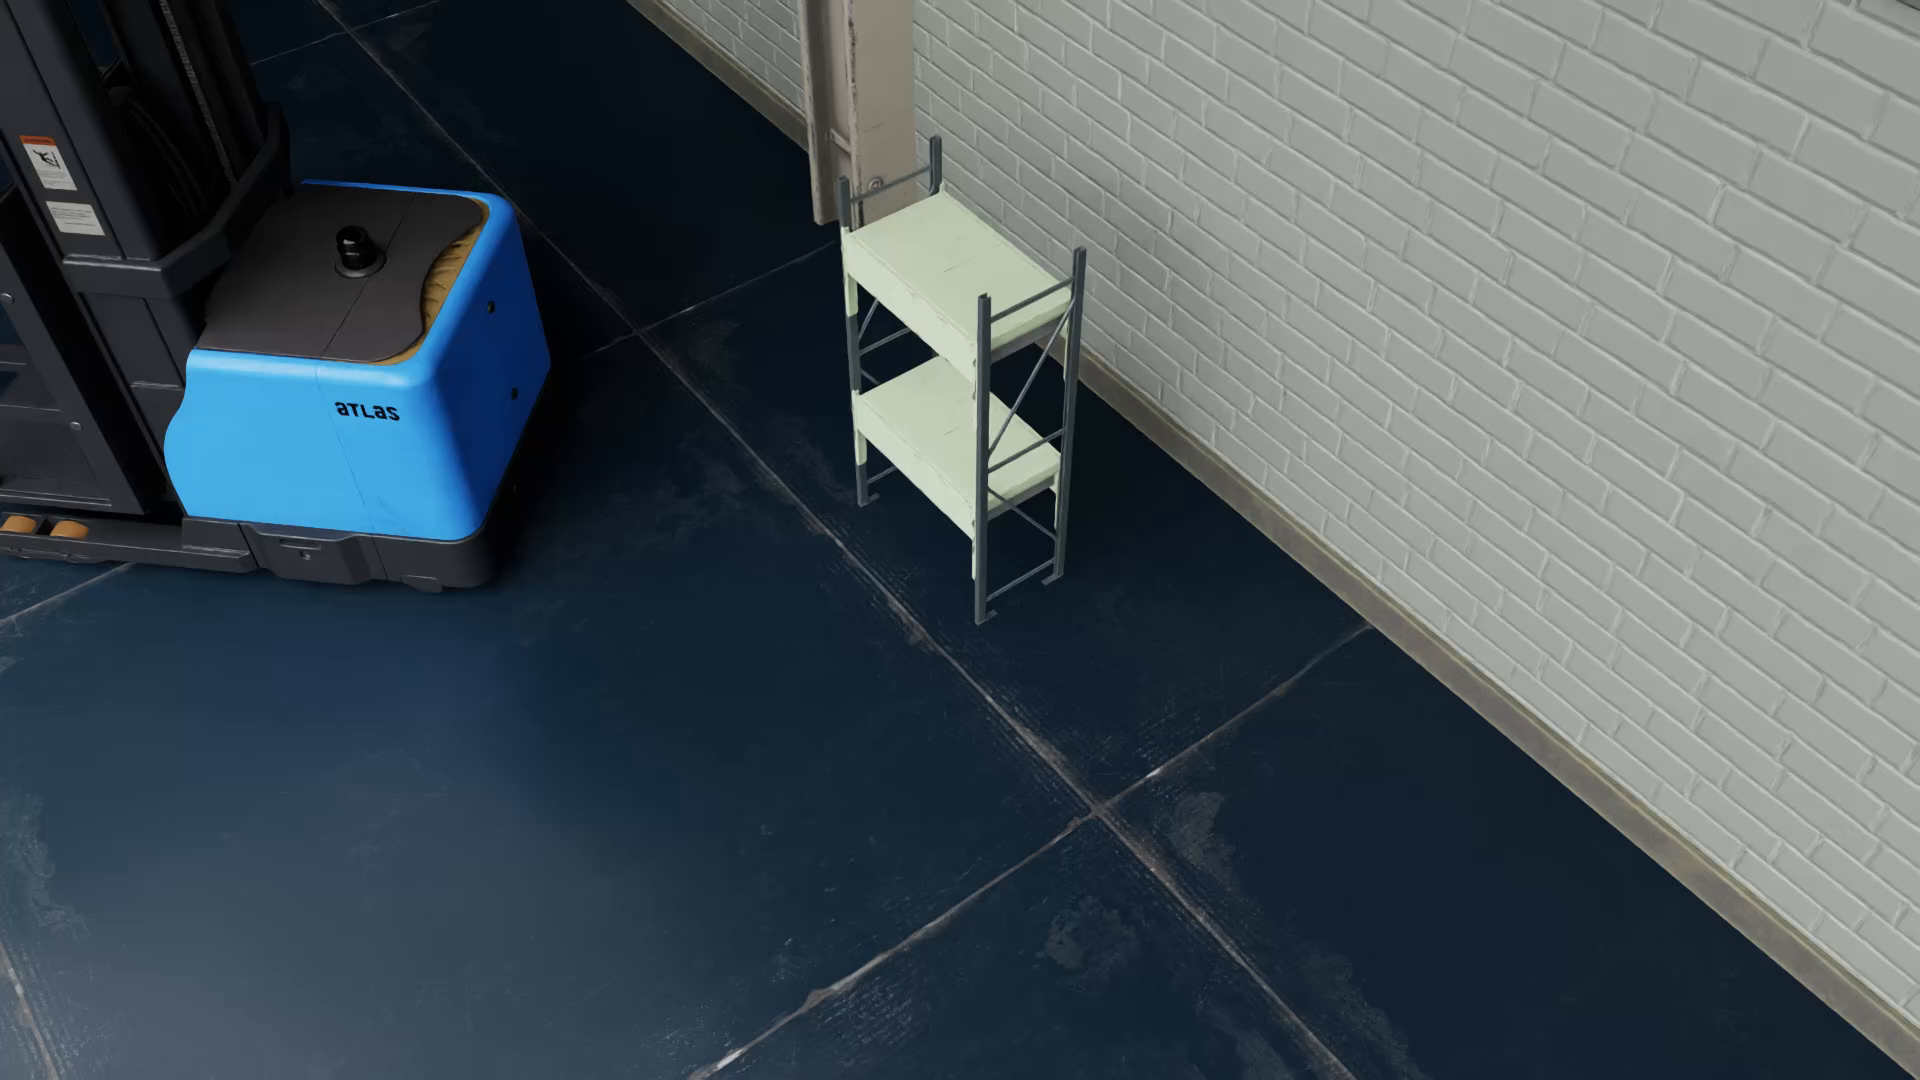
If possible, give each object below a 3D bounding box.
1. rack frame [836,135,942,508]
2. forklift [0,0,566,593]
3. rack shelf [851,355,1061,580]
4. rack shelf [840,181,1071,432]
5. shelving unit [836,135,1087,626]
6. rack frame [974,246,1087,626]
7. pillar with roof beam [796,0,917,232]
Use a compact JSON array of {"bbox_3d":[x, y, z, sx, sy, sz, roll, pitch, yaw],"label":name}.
[{"bbox_3d":[-0.226,-0.723,5.894,0.400,1.500,0.023,-29,54,-24],"label":"rack frame"},{"bbox_3d":[-3.127,-1.281,5.433,3.031,2.935,1.130,5,48,5],"label":"forklift"},{"bbox_3d":[-0.004,-0.289,5.939,0.431,0.370,0.720,-29,54,-24],"label":"rack shelf"},{"bbox_3d":[-0.004,-0.770,5.409,0.431,0.370,0.720,-29,54,-24],"label":"rack shelf"},{"bbox_3d":[-0.004,-0.508,5.698,0.431,1.500,0.755,-29,54,-24],"label":"shelving unit"},{"bbox_3d":[0.218,-0.292,5.502,0.400,1.500,0.023,-29,54,-24],"label":"rack frame"},{"bbox_3d":[-3.852,-2.502,2.444,9.100,9.000,0.400,-29,54,-24],"label":"pillar with roof beam"}]
